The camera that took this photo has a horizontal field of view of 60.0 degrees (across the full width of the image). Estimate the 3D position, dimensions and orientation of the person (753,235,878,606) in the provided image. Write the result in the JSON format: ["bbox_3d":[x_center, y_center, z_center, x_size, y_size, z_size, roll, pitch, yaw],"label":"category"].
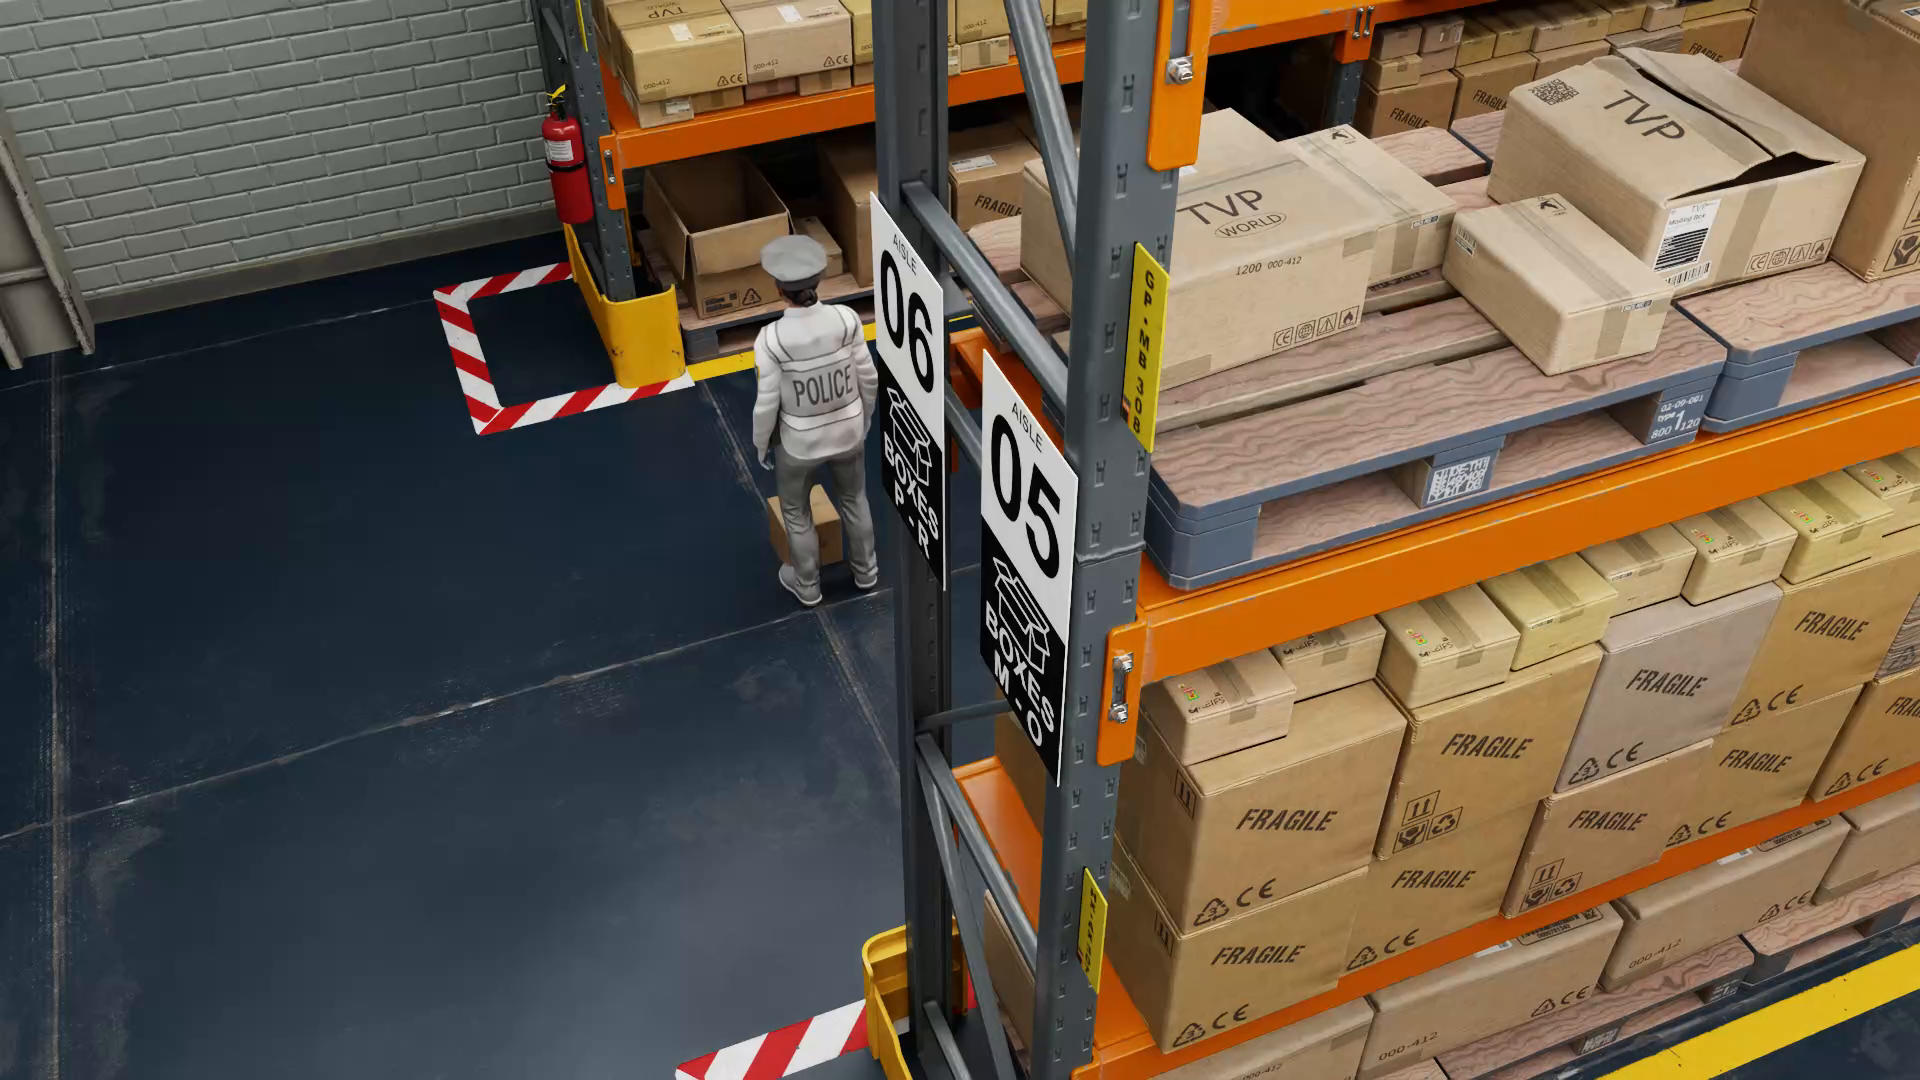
[{"bbox_3d":[-0.573,-0.421,6.625,0.518,1.662,0.369,-17,45,-18],"label":"person"}]
